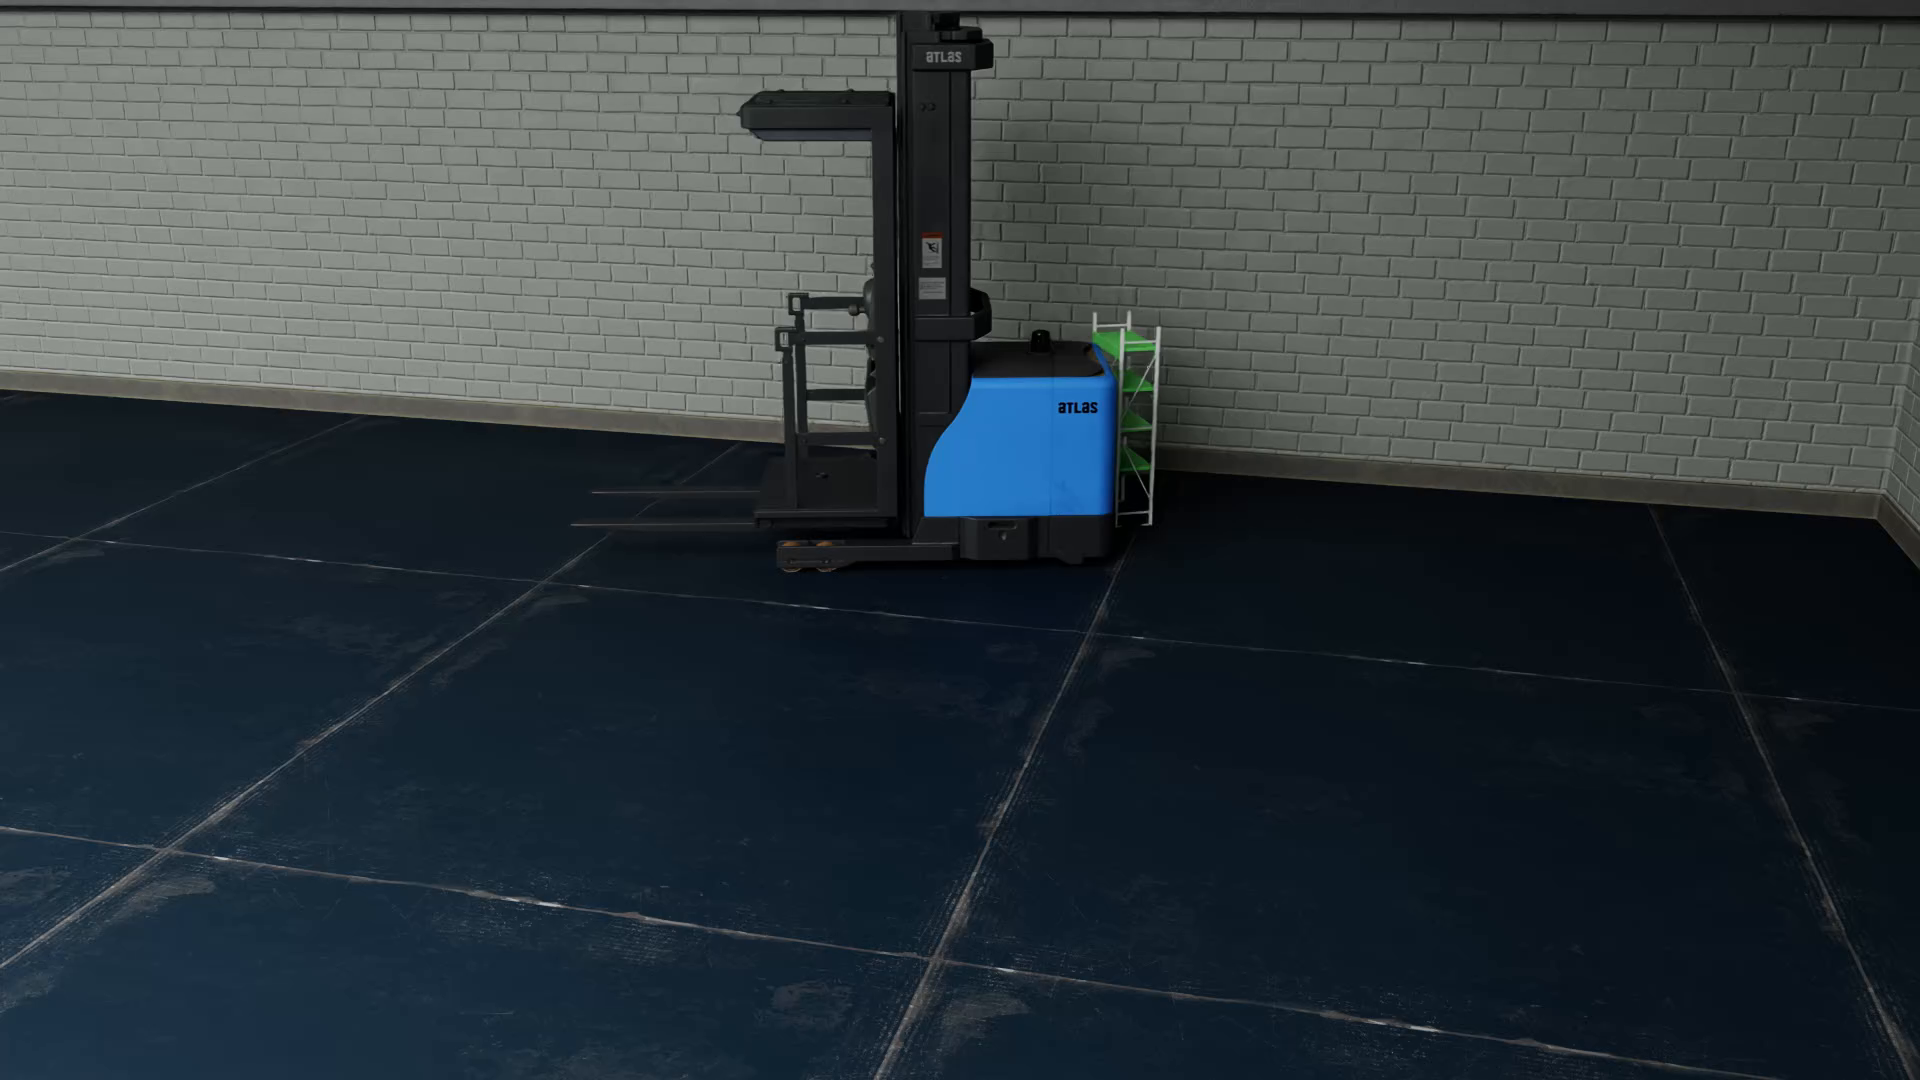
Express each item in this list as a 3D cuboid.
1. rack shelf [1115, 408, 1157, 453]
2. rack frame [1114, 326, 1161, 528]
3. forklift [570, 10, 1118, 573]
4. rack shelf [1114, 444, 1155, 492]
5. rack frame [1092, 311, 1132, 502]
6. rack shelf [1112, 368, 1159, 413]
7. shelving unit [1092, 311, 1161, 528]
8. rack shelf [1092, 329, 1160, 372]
[{"bbox_3d":[0.973,-0.667,9.979,0.258,0.148,0.480,-4,19,-14],"label":"rack shelf"},{"bbox_3d":[1.034,-0.651,9.735,0.240,1.200,0.015,-4,19,-14],"label":"rack frame"},{"bbox_3d":[-0.663,-1.381,9.197,3.031,2.935,1.130,-1,19,-1],"label":"forklift"},{"bbox_3d":[0.972,-0.440,10.056,0.258,0.148,0.480,-4,19,-14],"label":"rack shelf"},{"bbox_3d":[0.912,-0.804,10.182,0.240,1.200,0.015,-4,19,-14],"label":"rack frame"},{"bbox_3d":[0.974,-0.894,9.902,0.258,0.148,0.480,-4,19,-14],"label":"rack shelf"},{"bbox_3d":[0.973,-0.727,9.959,0.258,1.200,0.503,-4,19,-14],"label":"shelving unit"},{"bbox_3d":[0.975,-1.121,9.825,0.258,0.148,0.480,-4,19,-14],"label":"rack shelf"}]
